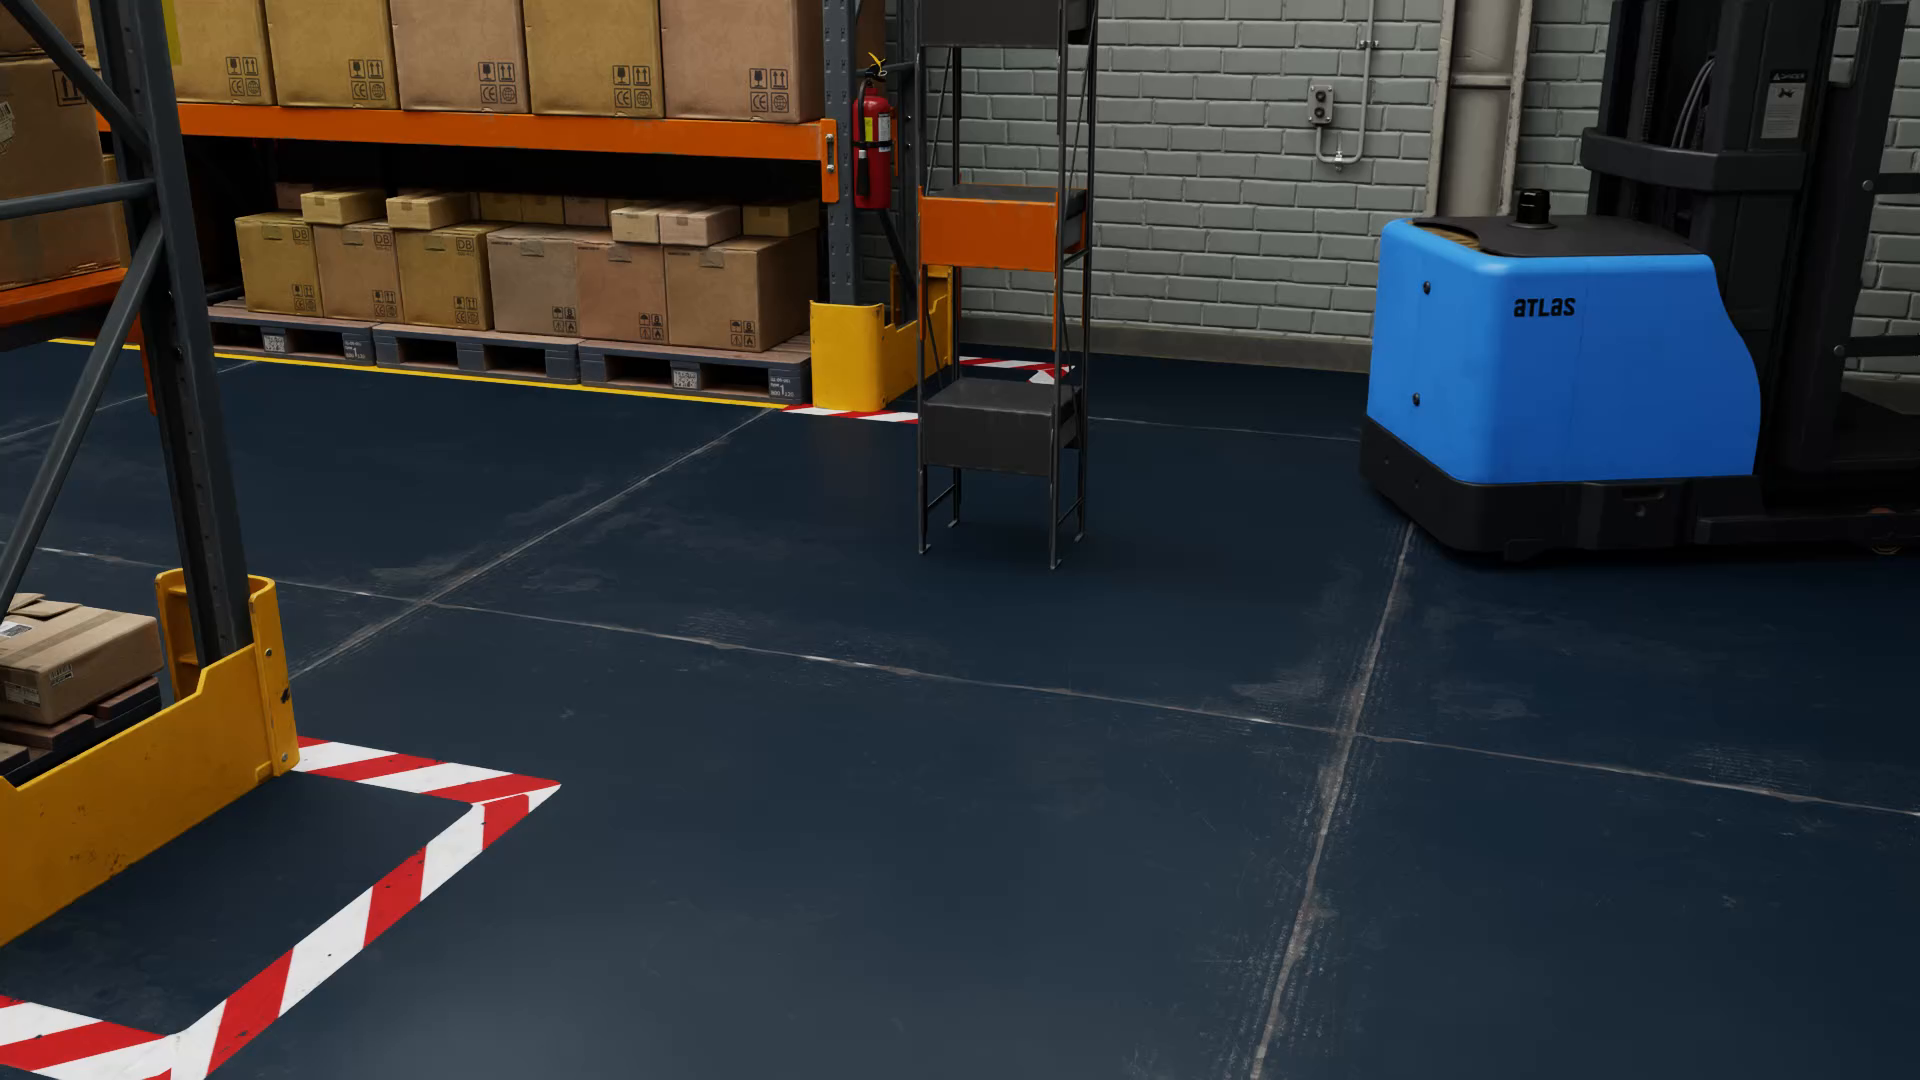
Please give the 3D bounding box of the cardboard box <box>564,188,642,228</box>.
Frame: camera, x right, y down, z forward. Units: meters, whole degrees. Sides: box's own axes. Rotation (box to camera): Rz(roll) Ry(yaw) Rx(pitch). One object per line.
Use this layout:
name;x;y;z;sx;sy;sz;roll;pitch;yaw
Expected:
cardboard box;-1.853;-1.736;8.674;0.250;0.149;0.380;7;20;19

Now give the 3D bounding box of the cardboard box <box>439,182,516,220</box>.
cardboard box;-2.579;-1.819;8.911;0.250;0.149;0.380;7;20;19

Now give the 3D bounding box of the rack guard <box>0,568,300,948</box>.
rack guard;-2.081;0.503;3.874;0.348;0.500;1.175;7;20;18

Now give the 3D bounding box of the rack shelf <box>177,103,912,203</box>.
rack shelf;-2.277;-2.086;8.597;4.000;0.370;1.077;7;20;18

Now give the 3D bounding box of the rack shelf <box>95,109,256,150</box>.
rack shelf;-6.055;-2.518;9.837;4.000;0.370;1.077;7;20;18

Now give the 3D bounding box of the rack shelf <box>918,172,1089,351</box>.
rack shelf;0.156;-0.961;5.684;0.480;0.518;0.431;7;20;18

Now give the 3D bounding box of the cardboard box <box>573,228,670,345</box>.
cardboard box;-1.554;-1.326;8.484;0.500;0.500;0.700;6;20;18

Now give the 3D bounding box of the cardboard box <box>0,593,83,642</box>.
cardboard box;-2.528;0.282;4.347;0.250;0.166;0.380;7;20;18

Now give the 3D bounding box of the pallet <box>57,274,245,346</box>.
pallet;-4.920;-1.385;9.729;1.213;0.211;1.003;7;20;18

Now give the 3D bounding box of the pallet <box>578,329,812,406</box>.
pallet;-1.168;-0.955;8.496;1.213;0.211;1.003;7;20;18

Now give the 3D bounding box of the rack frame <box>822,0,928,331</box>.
rack frame;-0.387;-2.210;7.859;0.127;3.000;1.000;7;20;18

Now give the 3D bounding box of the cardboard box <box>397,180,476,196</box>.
cardboard box;-2.817;-1.846;8.990;0.250;0.149;0.380;6;20;16

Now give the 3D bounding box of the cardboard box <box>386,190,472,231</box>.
cardboard box;-2.736;-1.704;8.580;0.250;0.149;0.380;6;20;17

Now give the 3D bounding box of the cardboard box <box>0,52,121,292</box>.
cardboard box;-2.342;-0.846;3.795;0.500;0.500;0.500;7;20;19

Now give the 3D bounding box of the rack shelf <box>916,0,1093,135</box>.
rack shelf;0.156;-1.622;5.453;0.480;0.518;0.431;7;20;18

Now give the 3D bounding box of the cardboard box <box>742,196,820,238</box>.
cardboard box;-0.898;-1.627;8.362;0.250;0.149;0.380;7;20;18

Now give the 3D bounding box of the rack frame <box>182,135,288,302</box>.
rack frame;-4.166;-2.642;9.098;0.127;3.000;1.000;7;20;18

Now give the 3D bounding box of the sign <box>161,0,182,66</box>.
sign;-1.832;-1.247;3.781;0.005;0.325;0.100;7;20;18

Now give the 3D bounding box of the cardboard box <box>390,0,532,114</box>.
cardboard box;-2.281;-2.564;8.419;0.700;0.700;0.980;6;20;15

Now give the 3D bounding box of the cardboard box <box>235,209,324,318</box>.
cardboard box;-3.493;-1.547;9.118;0.500;0.500;0.700;7;20;19

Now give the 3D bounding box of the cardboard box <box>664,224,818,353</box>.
cardboard box;-1.081;-1.272;8.329;0.500;0.500;0.700;7;20;18

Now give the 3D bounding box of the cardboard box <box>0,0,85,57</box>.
cardboard box;-2.342;-1.319;3.631;0.500;0.500;0.500;7;20;20

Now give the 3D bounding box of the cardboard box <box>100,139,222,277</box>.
cardboard box;-4.823;-1.855;9.469;0.750;0.750;0.750;7;20;19

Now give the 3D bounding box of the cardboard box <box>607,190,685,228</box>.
cardboard box;-1.613;-1.709;8.596;0.250;0.149;0.380;7;20;19

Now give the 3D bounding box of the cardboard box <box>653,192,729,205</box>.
cardboard box;-1.377;-1.682;8.518;0.250;0.149;0.380;7;20;18

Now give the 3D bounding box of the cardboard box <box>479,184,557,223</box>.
cardboard box;-2.335;-1.791;8.832;0.250;0.149;0.380;6;20;17

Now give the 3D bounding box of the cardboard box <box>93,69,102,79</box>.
cardboard box;-4.578;-2.481;8.989;0.250;0.149;0.380;7;20;19

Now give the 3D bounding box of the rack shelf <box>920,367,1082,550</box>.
rack shelf;0.156;-0.300;5.914;0.480;0.518;0.431;7;20;18

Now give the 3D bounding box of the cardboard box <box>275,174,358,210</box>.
cardboard box;-3.565;-1.931;9.233;0.250;0.149;0.380;6;20;18

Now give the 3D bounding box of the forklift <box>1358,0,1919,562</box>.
forklift;3.142;-1.501;5.930;3.031;2.935;1.130;-2;19;-7

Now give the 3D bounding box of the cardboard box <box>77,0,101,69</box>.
cardboard box;-4.685;-2.811;8.948;0.500;0.500;0.500;6;20;17

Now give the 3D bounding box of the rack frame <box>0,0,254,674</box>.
rack frame;-2.010;-0.669;3.439;0.127;3.000;1.000;7;20;18

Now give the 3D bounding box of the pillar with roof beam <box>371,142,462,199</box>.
pillar with roof beam;-4.634;-4.330;4.826;0.400;9.000;9.100;7;20;18

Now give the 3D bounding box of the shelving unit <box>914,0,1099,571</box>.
shelving unit;0.156;-0.974;5.679;0.503;2.100;0.431;7;20;18

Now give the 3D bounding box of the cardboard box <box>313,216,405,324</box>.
cardboard box;-3.020;-1.492;8.959;0.500;0.500;0.700;6;20;18

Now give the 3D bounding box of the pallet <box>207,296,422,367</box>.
pallet;-3.473;-1.219;9.252;1.213;0.211;1.003;7;20;18

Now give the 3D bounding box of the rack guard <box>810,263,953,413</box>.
rack guard;-0.365;-1.027;8.263;0.348;0.500;1.175;7;20;18

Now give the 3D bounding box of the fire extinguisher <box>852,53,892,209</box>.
fire extinguisher;-0.396;-1.838;7.475;0.183;0.674;0.296;7;20;18

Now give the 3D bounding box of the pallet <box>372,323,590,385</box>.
pallet;-2.317;-1.088;8.876;1.213;0.211;1.003;7;20;18

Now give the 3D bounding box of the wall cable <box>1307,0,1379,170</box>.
wall cable;1.133;-2.845;8.139;1.851;1.984;0.084;7;20;18

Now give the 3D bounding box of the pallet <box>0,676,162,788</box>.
pallet;-2.835;0.554;4.168;1.213;0.211;1.003;7;20;18

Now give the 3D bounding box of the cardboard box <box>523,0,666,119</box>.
cardboard box;-1.563;-2.479;8.174;0.700;0.700;0.980;6;20;18

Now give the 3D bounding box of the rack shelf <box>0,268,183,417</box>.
rack shelf;-3.899;-0.546;4.177;4.000;0.370;1.077;7;20;18

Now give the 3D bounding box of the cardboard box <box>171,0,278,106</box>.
cardboard box;-3.659;-2.720;8.866;0.700;0.700;0.980;7;20;19

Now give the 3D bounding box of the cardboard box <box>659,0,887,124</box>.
cardboard box;-0.872;-2.404;7.959;0.700;0.700;0.980;7;21;21

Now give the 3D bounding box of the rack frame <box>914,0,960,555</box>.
rack frame;-0.074;-1.000;5.755;0.015;2.100;0.400;7;20;18

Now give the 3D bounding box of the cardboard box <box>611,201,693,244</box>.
cardboard box;-1.504;-1.563;8.178;0.250;0.149;0.380;7;20;20

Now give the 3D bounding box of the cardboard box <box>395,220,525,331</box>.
cardboard box;-2.536;-1.436;8.798;0.500;0.500;0.700;7;20;19

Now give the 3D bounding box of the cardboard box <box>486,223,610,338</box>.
cardboard box;-2.029;-1.381;8.639;0.500;0.500;0.700;6;20;16

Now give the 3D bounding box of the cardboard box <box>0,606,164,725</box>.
cardboard box;-2.292;0.317;4.272;0.250;0.149;0.380;7;20;18

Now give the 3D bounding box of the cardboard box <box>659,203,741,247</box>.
cardboard box;-1.263;-1.536;8.099;0.250;0.149;0.380;6;20;17

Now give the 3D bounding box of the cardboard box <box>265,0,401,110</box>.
cardboard box;-2.971;-2.639;8.635;0.700;0.700;0.980;6;20;17

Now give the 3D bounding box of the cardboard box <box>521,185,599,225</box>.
cardboard box;-2.096;-1.764;8.753;0.250;0.149;0.380;7;20;19

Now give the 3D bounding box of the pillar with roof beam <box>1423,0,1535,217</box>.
pillar with roof beam;1.034;-3.682;2.966;0.400;9.000;9.100;7;20;18

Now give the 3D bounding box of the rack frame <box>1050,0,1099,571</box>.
rack frame;0.387;-0.947;5.604;0.015;2.100;0.400;7;20;18

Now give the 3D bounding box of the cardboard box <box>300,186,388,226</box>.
cardboard box;-3.230;-1.760;8.742;0.250;0.149;0.380;7;20;20
